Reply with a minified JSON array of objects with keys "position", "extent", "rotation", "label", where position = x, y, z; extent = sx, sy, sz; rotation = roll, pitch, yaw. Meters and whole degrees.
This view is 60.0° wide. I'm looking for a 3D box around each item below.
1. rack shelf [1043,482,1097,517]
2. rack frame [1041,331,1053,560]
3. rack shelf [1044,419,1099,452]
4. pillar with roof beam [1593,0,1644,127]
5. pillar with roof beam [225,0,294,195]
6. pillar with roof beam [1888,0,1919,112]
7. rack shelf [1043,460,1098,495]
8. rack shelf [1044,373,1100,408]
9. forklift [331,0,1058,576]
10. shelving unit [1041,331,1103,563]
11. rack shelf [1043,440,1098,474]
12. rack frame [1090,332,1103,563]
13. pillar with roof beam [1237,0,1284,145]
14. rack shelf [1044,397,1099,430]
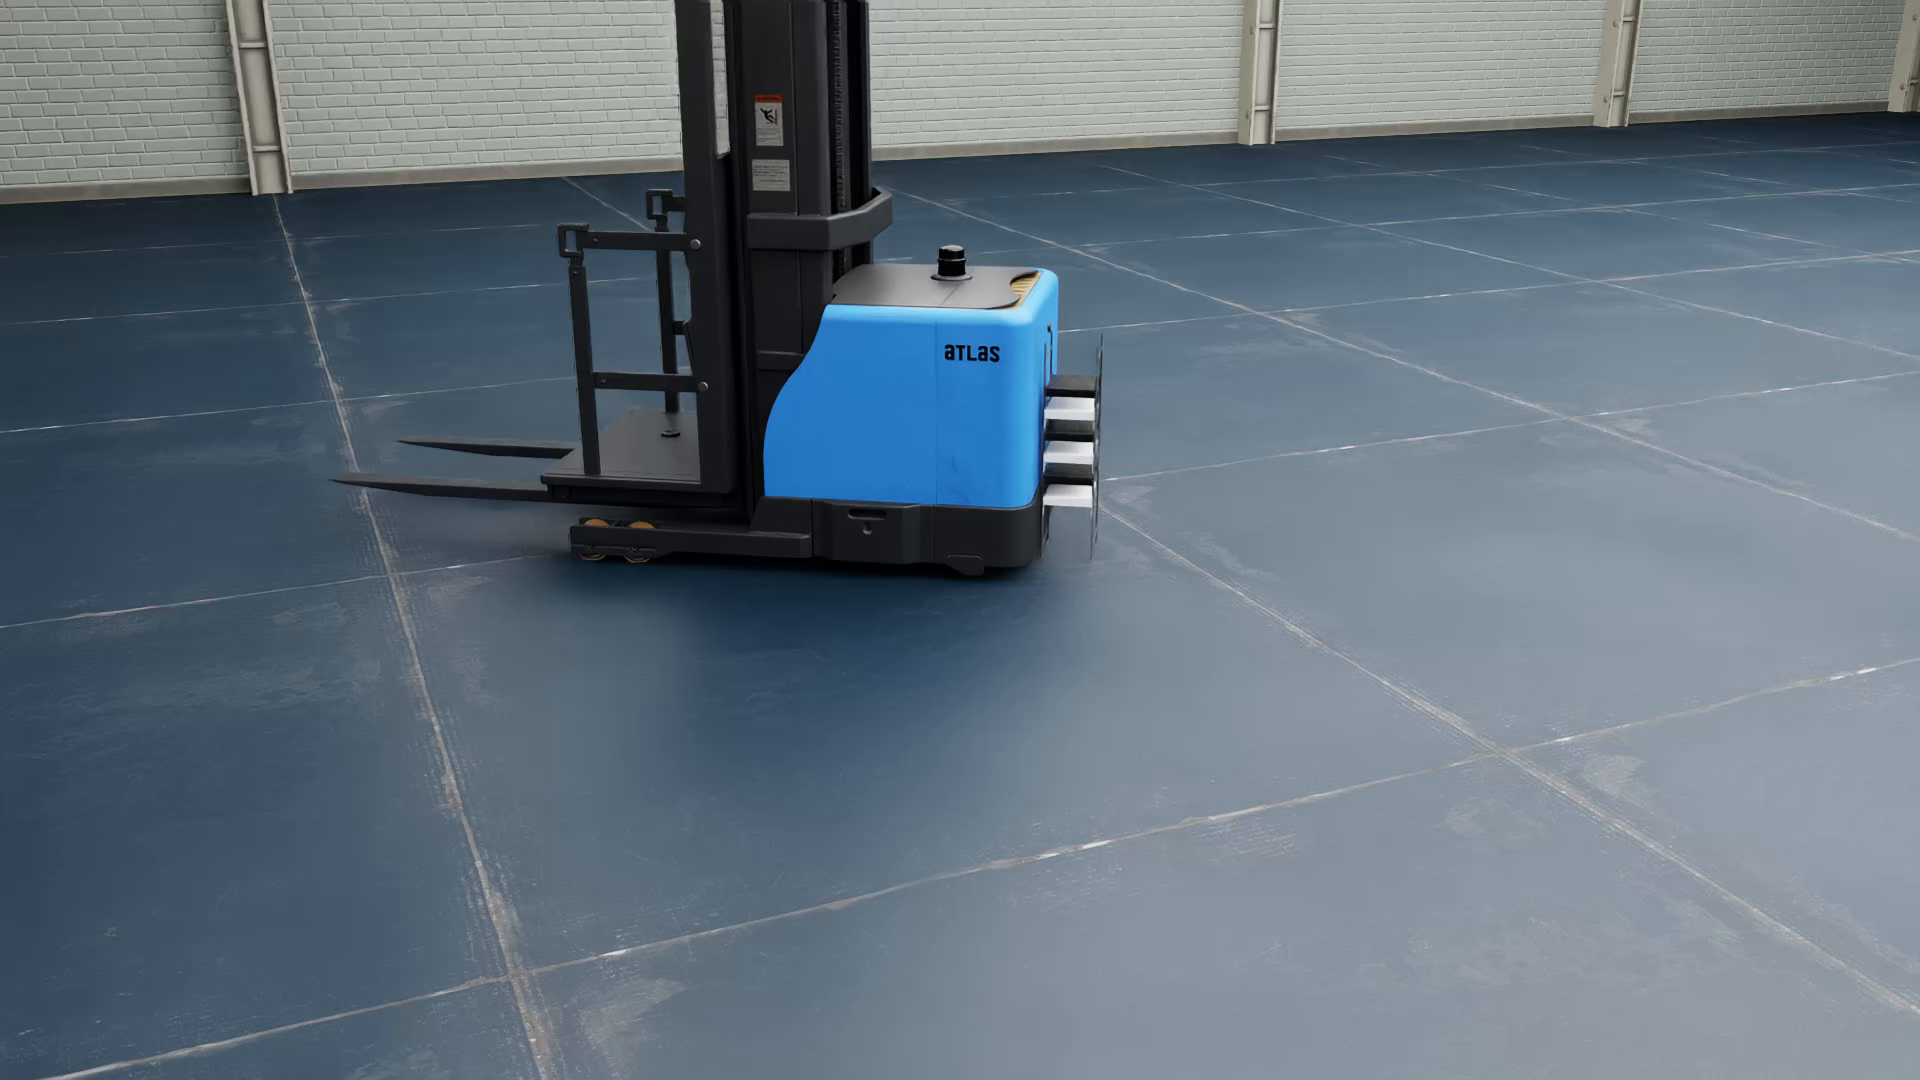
[{"position":[0.453,-0.175,6.807],"extent":[0.200,0.077,0.258],"rotation":[3,20,9],"label":"rack shelf"},{"position":[0.352,-0.382,6.752],"extent":[0.006,0.900,0.240],"rotation":[3,20,9],"label":"rack frame"},{"position":[0.453,-0.430,6.718],"extent":[0.200,0.077,0.258],"rotation":[3,20,9],"label":"rack shelf"},{"position":[11.085,-8.914,18.790],"extent":[0.400,9.000,9.100],"rotation":[-8,21,-22],"label":"pillar with roof beam"},{"position":[-5.443,-6.546,12.065],"extent":[0.400,9.000,9.100],"rotation":[-8,21,-22],"label":"pillar with roof beam"},{"position":[16.594,-9.704,21.032],"extent":[0.400,9.000,9.100],"rotation":[-8,21,-22],"label":"pillar with roof beam"},{"position":[0.453,-0.260,6.777],"extent":[0.200,0.077,0.258],"rotation":[3,20,9],"label":"rack shelf"},{"position":[0.453,-0.600,6.658],"extent":[0.200,0.077,0.258],"rotation":[3,20,9],"label":"rack shelf"},{"position":[-1.135,-1.456,6.743],"extent":[3.031,2.935,1.130],"rotation":[3,20,9],"label":"forklift"},{"position":[0.453,-0.377,6.737],"extent":[0.210,0.900,0.258],"rotation":[3,20,9],"label":"shelving unit"},{"position":[0.453,-0.345,6.748],"extent":[0.200,0.077,0.258],"rotation":[3,20,9],"label":"rack shelf"},{"position":[0.553,-0.371,6.721],"extent":[0.006,0.900,0.240],"rotation":[3,20,9],"label":"rack frame"},{"position":[5.575,-8.125,16.549],"extent":[0.400,9.000,9.100],"rotation":[-8,21,-22],"label":"pillar with roof beam"},{"position":[0.453,-0.515,6.688],"extent":[0.200,0.077,0.258],"rotation":[3,20,9],"label":"rack shelf"}]
